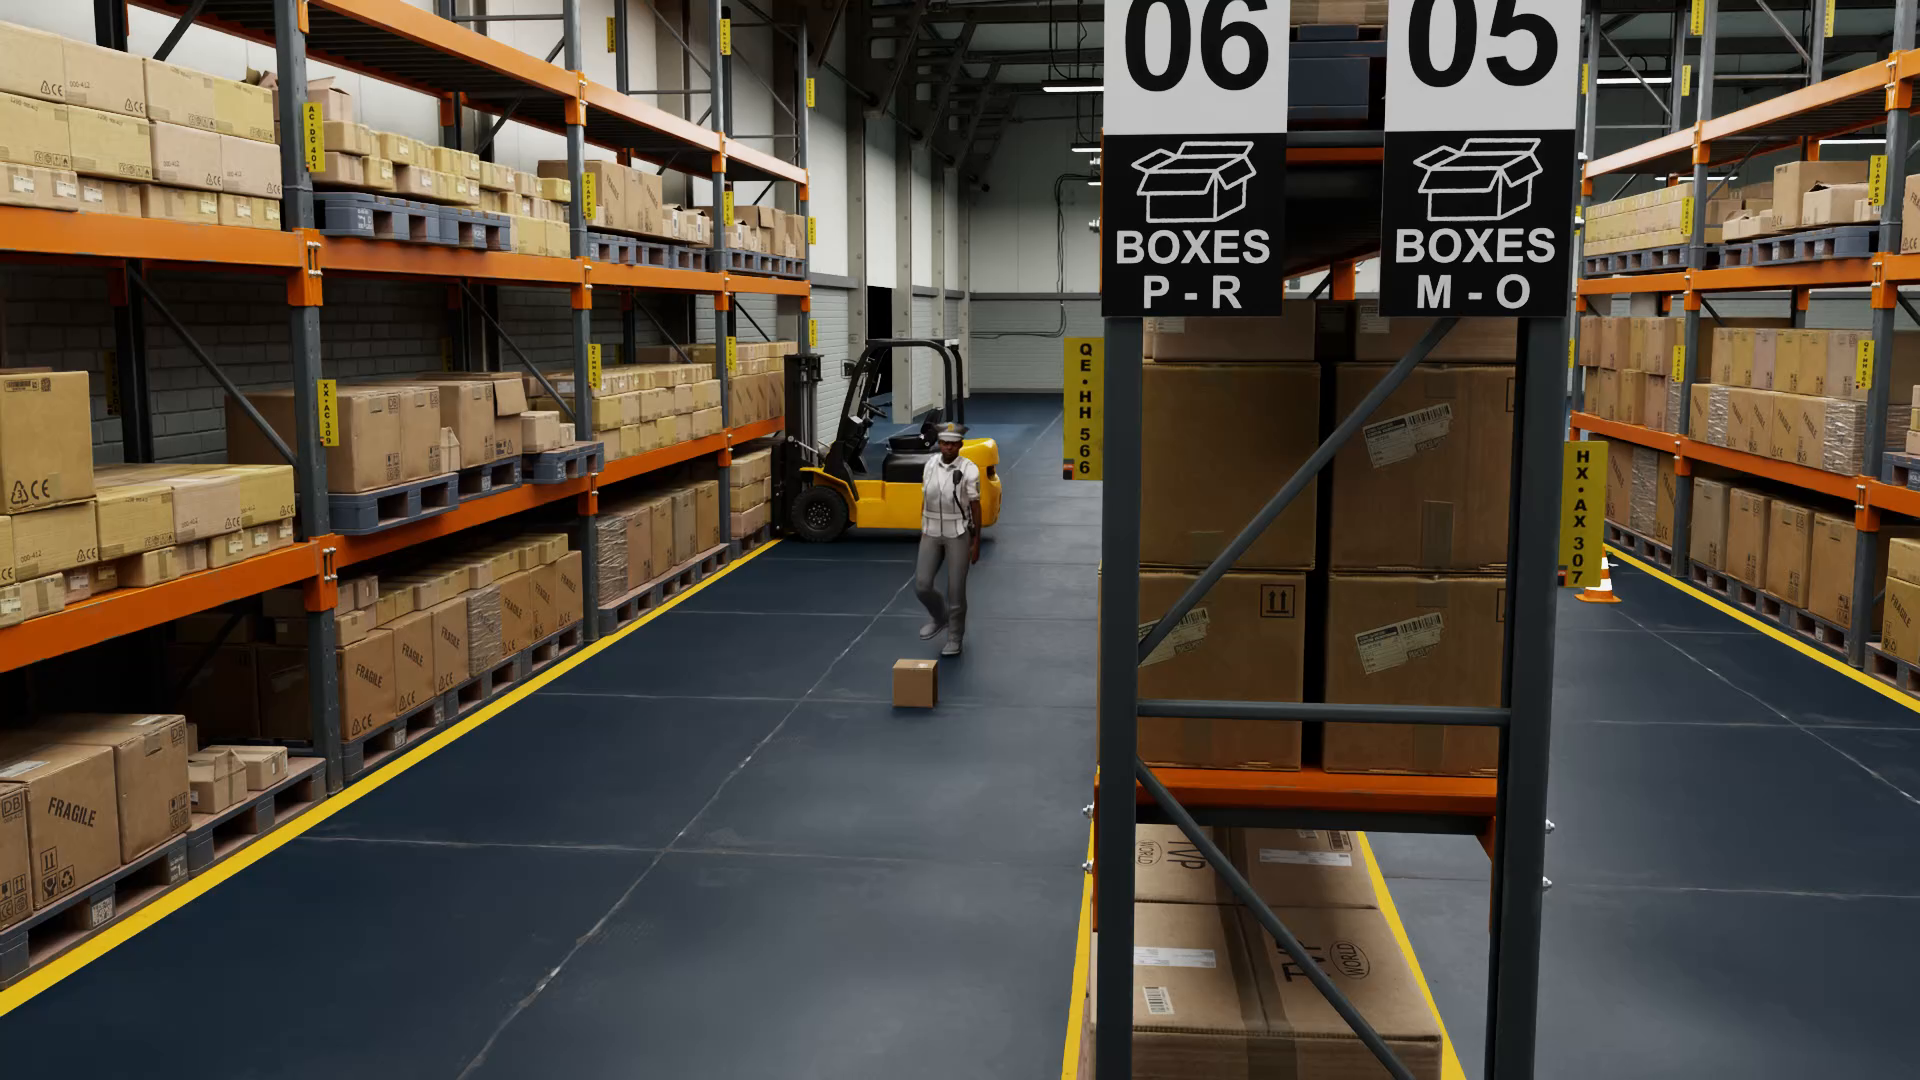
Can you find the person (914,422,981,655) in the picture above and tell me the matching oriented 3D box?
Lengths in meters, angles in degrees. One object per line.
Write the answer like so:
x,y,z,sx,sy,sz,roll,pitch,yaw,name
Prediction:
-0.080,-0.019,11.828,0.516,1.669,0.493,3,8,19,person
